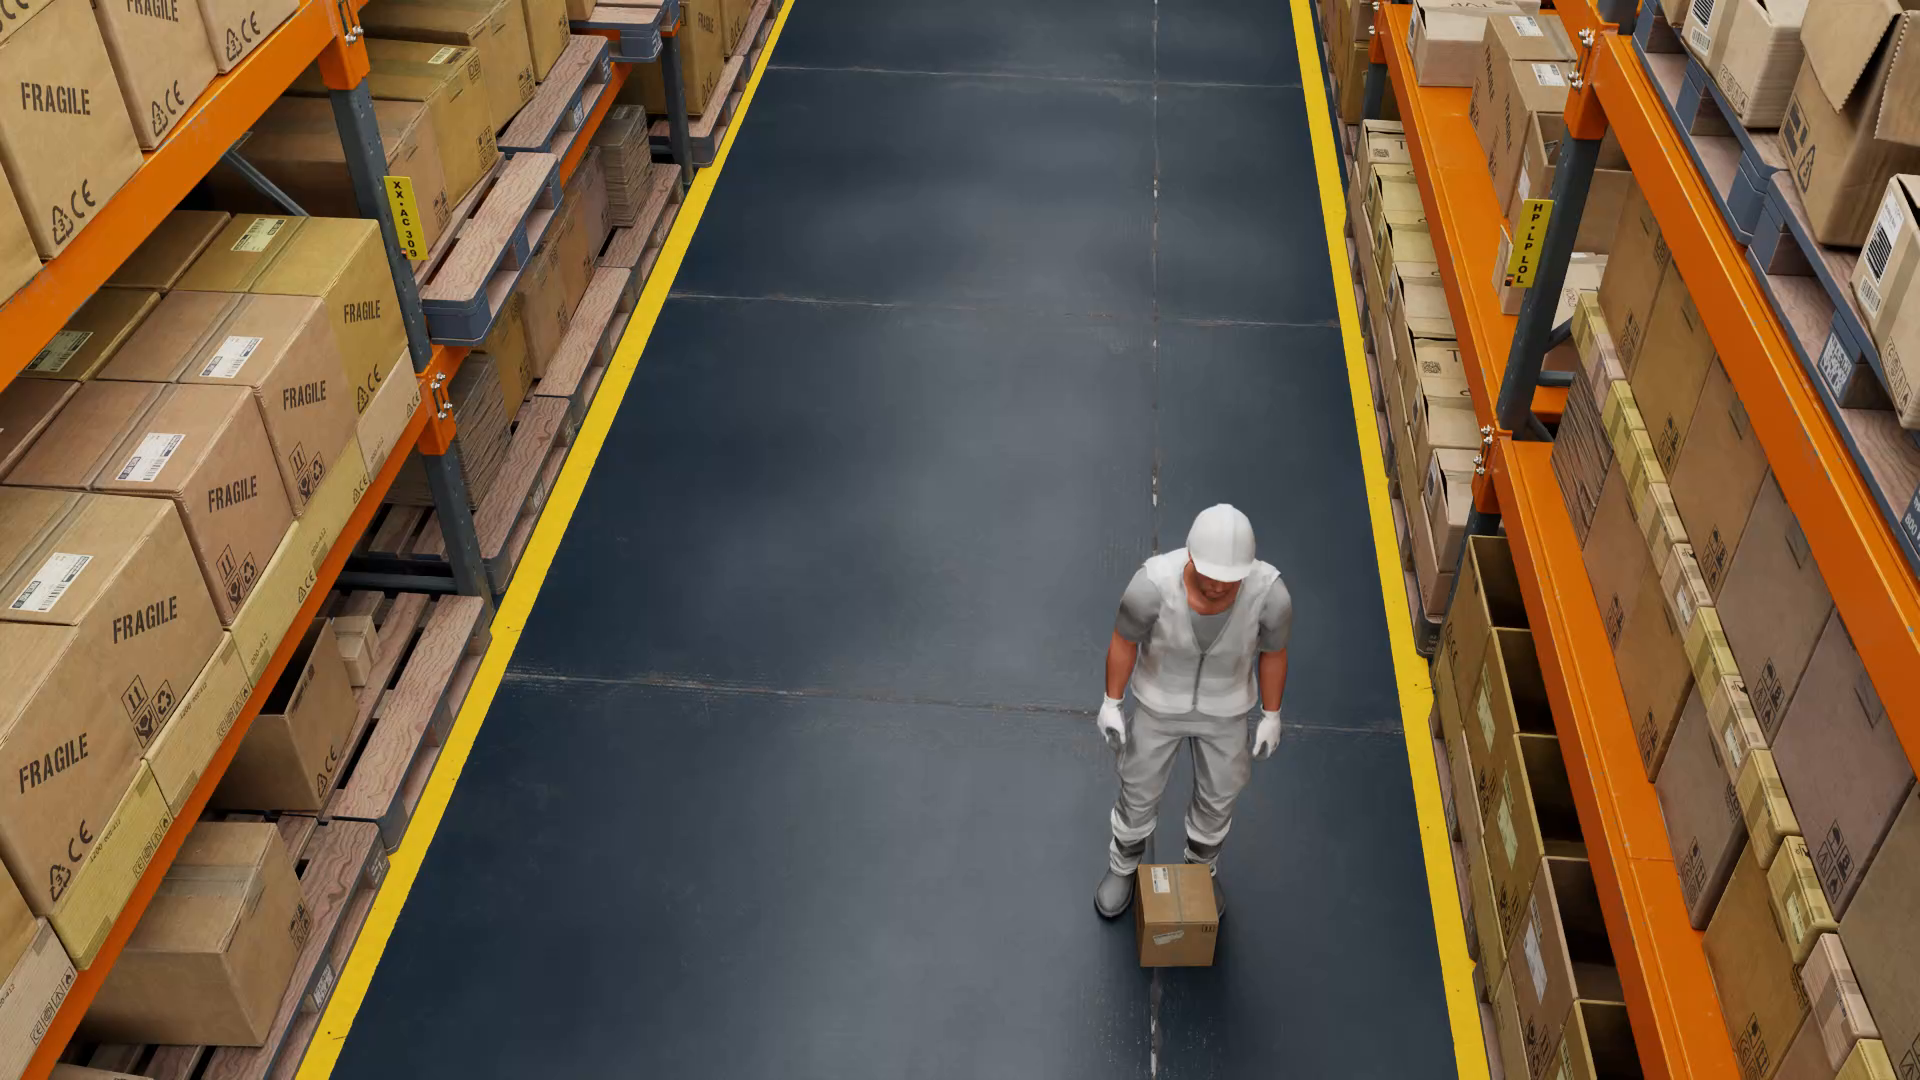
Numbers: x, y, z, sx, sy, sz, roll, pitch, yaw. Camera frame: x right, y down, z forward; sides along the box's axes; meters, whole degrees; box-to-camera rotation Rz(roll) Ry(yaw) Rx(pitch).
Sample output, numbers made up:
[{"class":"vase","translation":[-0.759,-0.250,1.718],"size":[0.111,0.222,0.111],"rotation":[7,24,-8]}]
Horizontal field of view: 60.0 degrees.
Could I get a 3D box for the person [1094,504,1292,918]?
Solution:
[{"class":"person","translation":[0.758,0.568,5.460],"size":[0.609,1.779,0.449],"rotation":[3,40,4]}]
